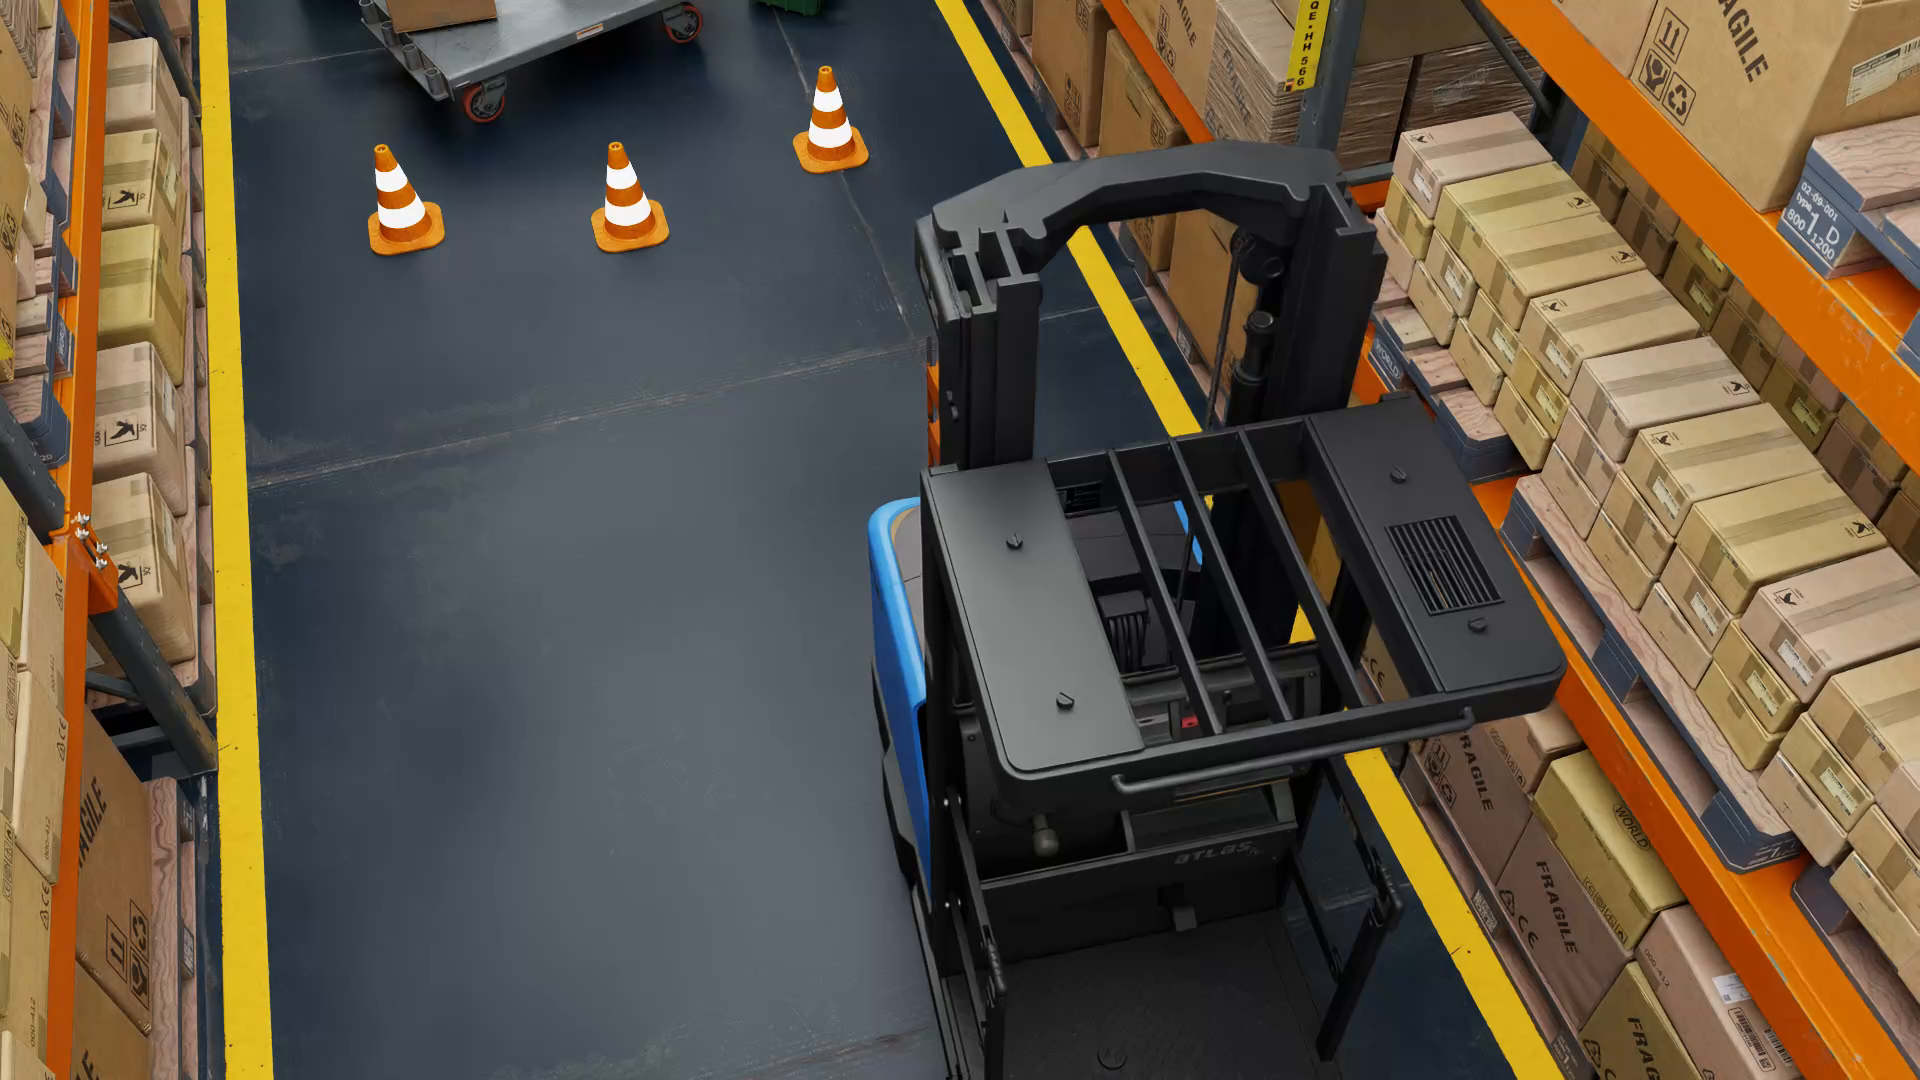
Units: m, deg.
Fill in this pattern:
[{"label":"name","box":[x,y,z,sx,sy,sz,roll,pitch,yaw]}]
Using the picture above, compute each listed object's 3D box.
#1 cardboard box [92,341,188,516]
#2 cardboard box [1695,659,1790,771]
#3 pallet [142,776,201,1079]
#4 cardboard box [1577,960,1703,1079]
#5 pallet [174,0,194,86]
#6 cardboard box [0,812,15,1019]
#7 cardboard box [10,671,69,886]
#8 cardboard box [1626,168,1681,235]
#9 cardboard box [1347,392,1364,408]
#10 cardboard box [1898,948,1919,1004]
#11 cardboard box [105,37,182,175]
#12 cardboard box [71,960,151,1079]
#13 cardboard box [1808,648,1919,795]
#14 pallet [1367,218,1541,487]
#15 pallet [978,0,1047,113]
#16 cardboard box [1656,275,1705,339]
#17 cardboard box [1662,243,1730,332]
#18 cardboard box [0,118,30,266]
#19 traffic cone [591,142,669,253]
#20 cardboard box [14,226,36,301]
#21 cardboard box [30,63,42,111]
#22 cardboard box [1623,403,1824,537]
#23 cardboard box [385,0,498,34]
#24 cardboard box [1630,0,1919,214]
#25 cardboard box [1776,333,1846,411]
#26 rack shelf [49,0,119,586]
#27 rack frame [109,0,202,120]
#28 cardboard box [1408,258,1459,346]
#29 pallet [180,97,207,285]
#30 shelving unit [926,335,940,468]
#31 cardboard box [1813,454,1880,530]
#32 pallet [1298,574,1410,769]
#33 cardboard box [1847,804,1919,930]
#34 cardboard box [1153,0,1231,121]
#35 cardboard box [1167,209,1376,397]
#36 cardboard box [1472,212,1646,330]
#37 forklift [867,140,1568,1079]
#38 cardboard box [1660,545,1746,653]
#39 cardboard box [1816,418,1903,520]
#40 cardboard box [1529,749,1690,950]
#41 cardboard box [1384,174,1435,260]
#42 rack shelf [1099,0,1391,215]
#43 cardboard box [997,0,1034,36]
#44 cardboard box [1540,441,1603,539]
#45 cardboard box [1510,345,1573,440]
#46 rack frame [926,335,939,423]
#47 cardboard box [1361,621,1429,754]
[{"label":"cardboard box","box":[-3.487,-0.324,6.295,0.950,0.372,0.625,-14,51,-12]},{"label":"cardboard box","box":[2.083,0.395,4.135,0.380,0.149,0.250,-11,51,-9]},{"label":"pallet","box":[-2.942,1.408,5.214,1.003,0.211,1.213,-13,51,-11]},{"label":"cardboard box","box":[2.167,1.457,4.710,0.500,0.500,0.500,-14,51,-12]},{"label":"pallet","box":[-4.519,-2.588,8.584,1.003,0.211,1.213,-13,51,-11]},{"label":"cardboard box","box":[-2.392,0.843,3.638,0.500,0.250,0.500,-15,51,-12]},{"label":"cardboard box","box":[-2.540,0.645,4.132,0.500,0.250,0.500,-12,51,-10]},{"label":"cardboard box","box":[2.250,-1.084,4.992,0.380,0.149,0.250,-14,51,-11]},{"label":"cardboard box","box":[1.568,-0.289,5.691,0.500,0.250,0.500,-15,52,-13]},{"label":"cardboard box","box":[2.322,0.974,3.647,0.380,0.149,0.250,-13,51,-11]},{"label":"cardboard box","box":[-4.129,-1.911,7.632,0.950,0.372,0.625,-13,51,-11]},{"label":"cardboard box","box":[-2.719,1.642,4.309,0.875,0.875,0.875,-13,51,-11]},{"label":"cardboard box","box":[2.171,0.393,3.747,0.380,0.149,0.250,-15,51,-12]},{"label":"pallet","box":[1.908,-0.718,5.309,1.213,0.211,1.003,-13,51,-11]},{"label":"pallet","box":[0.712,-2.752,8.722,1.003,0.211,1.213,-13,51,-11]},{"label":"cardboard box","box":[2.328,-0.705,5.062,0.380,0.149,0.250,-13,51,-10]},{"label":"cardboard box","box":[2.337,-0.782,4.933,0.380,0.149,0.250,-12,51,-10]},{"label":"cardboard box","box":[-3.176,-1.107,4.976,0.500,0.500,0.500,-11,51,-9]},{"label":"traffic cone","box":[-1.541,-1.612,7.596,0.336,0.463,0.334,-13,51,-11]},{"label":"cardboard box","box":[-3.111,-0.841,5.177,0.380,0.149,0.250,-16,52,-13]},{"label":"cardboard box","box":[-3.454,-1.608,5.823,0.380,0.149,0.250,-12,51,-10]},{"label":"cardboard box","box":[1.937,-0.181,4.231,0.380,0.149,0.250,-12,51,-10]},{"label":"cardboard box","box":[-2.595,-2.867,8.135,0.500,0.500,0.500,-13,51,-11]},{"label":"cardboard box","box":[1.817,-1.070,3.453,0.500,0.500,0.500,-13,51,-11]},{"label":"cardboard box","box":[2.476,-0.521,4.518,0.380,0.149,0.250,-13,51,-11]},{"label":"rack shelf","box":[-3.695,-1.312,6.154,1.077,0.370,4.000,-13,51,-11]},{"label":"rack frame","box":[-4.287,-3.005,7.111,1.000,3.000,0.127,-13,51,-11]},{"label":"cardboard box","box":[1.614,-0.762,5.110,0.380,0.149,0.250,-11,51,-9]},{"label":"pallet","box":[-4.055,-1.538,7.698,1.003,0.211,1.213,-13,51,-11]},{"label":"shelving unit","box":[0.016,-0.299,6.105,0.215,1.050,0.252,-13,51,-11]},{"label":"cardboard box","box":[2.554,-0.136,4.582,0.380,0.149,0.250,-12,51,-10]},{"label":"pallet","box":[1.825,0.194,6.238,1.003,0.211,1.213,-13,51,-11]},{"label":"cardboard box","box":[2.237,0.676,3.703,0.380,0.149,0.250,-15,51,-12]},{"label":"cardboard box","box":[1.059,-1.941,6.149,0.500,0.500,0.500,-13,51,-11]},{"label":"cardboard box","box":[1.501,-1.152,6.745,1.050,0.750,0.750,-14,51,-11]},{"label":"cardboard box","box":[1.697,-0.765,4.723,0.380,0.149,0.250,-14,51,-11]},{"label":"forklift","box":[0.512,0.656,4.069,1.130,2.935,3.031,-10,51,-8]},{"label":"cardboard box","box":[2.012,0.108,4.181,0.380,0.149,0.250,-12,51,-10]},{"label":"cardboard box","box":[2.560,-0.227,4.464,0.380,0.149,0.250,-12,51,-10]},{"label":"cardboard box","box":[2.007,0.826,4.751,0.500,0.250,0.500,-15,52,-13]},{"label":"cardboard box","box":[1.546,-1.028,5.140,0.380,0.149,0.250,-11,51,-9]},{"label":"rack shelf","box":[1.004,-2.505,7.160,1.077,0.370,4.000,-13,51,-11]},{"label":"cardboard box","box":[0.682,-3.175,8.451,1.050,0.750,0.750,-14,51,-11]},{"label":"cardboard box","box":[1.856,-0.175,4.615,0.380,0.149,0.250,-12,51,-10]},{"label":"cardboard box","box":[1.785,-0.452,4.654,0.380,0.149,0.250,-13,51,-11]},{"label":"rack frame","box":[-0.020,-0.388,6.180,0.200,1.050,0.008,-13,51,-11]},{"label":"cardboard box","box":[1.713,0.335,5.656,0.500,0.500,0.500,-13,51,-11]}]
